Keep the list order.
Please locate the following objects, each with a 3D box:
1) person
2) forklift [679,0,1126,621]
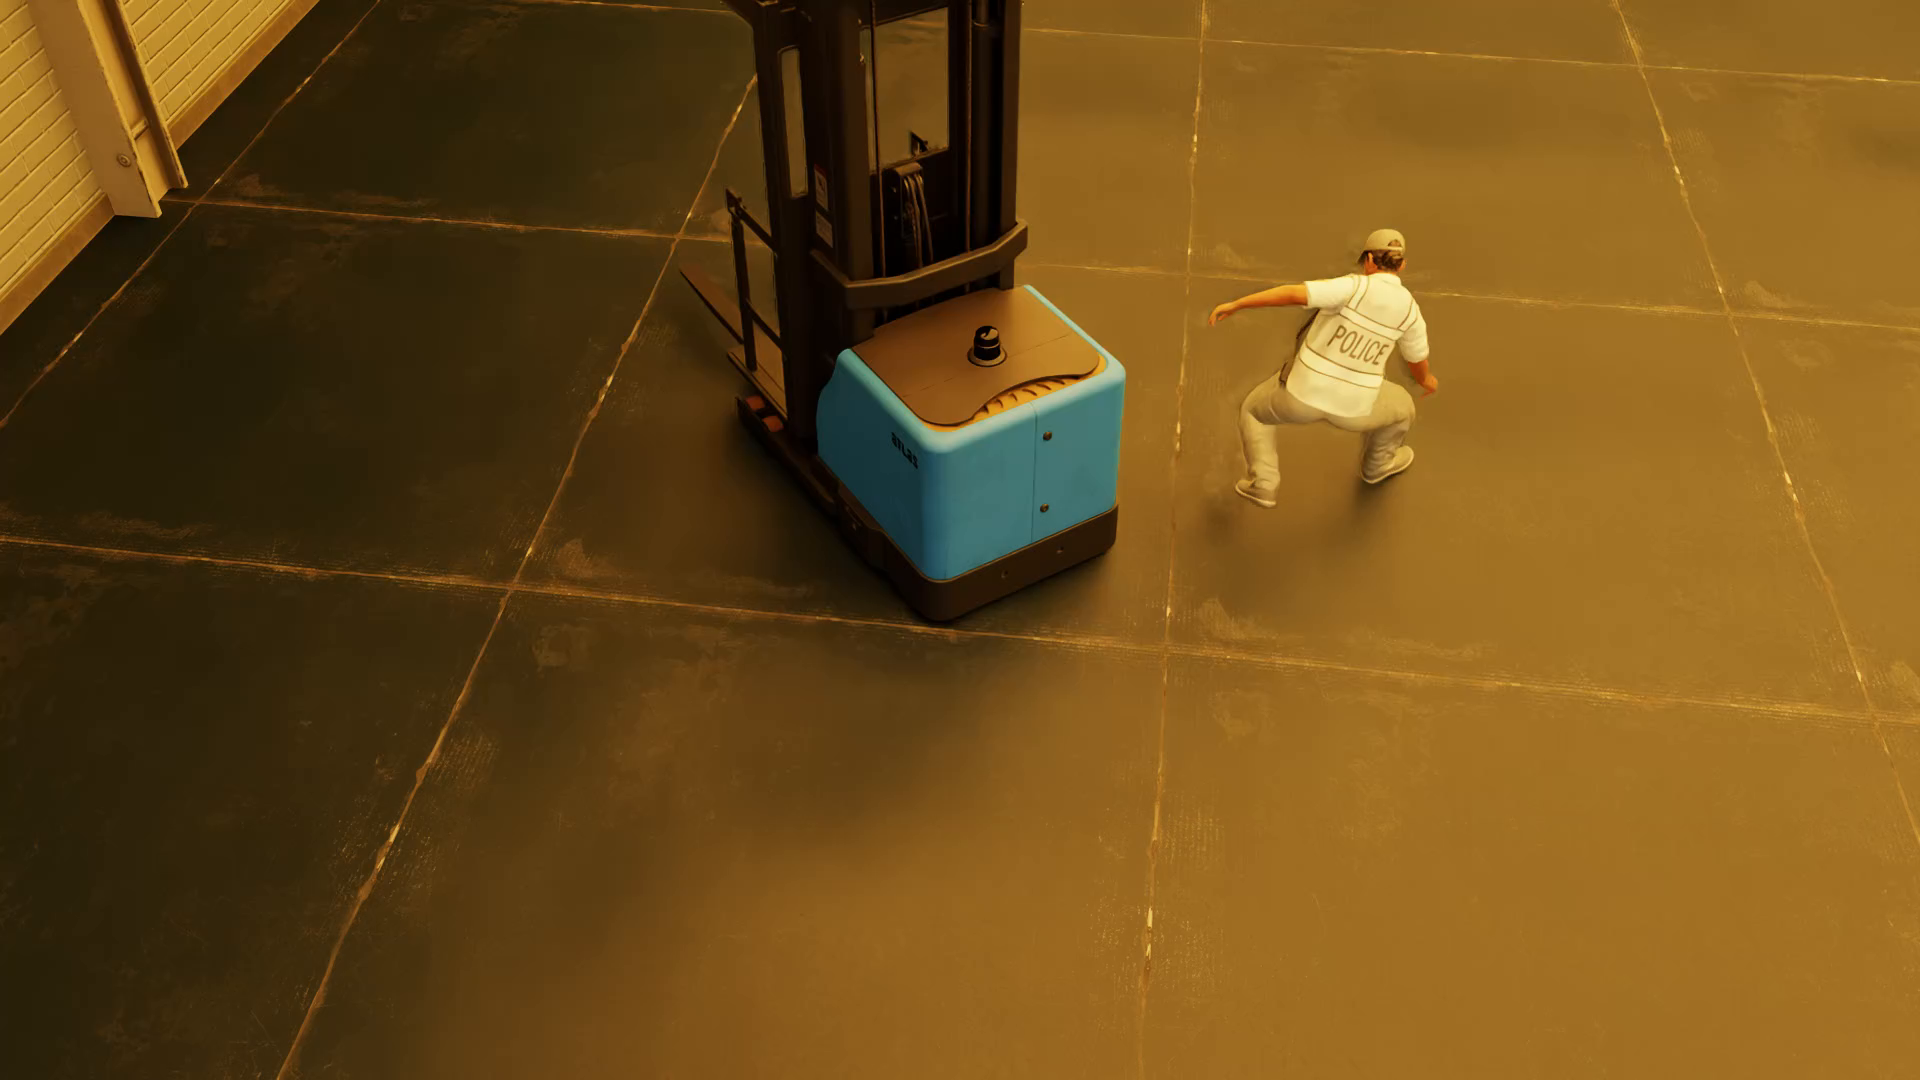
[{"bbox_3d":[1.670,-0.741,7.672,1.096,1.395,0.710,7,43,8],"label":"person"},{"bbox_3d":[-0.477,-1.695,7.570,1.130,2.935,3.031,-23,47,-23],"label":"forklift"}]
